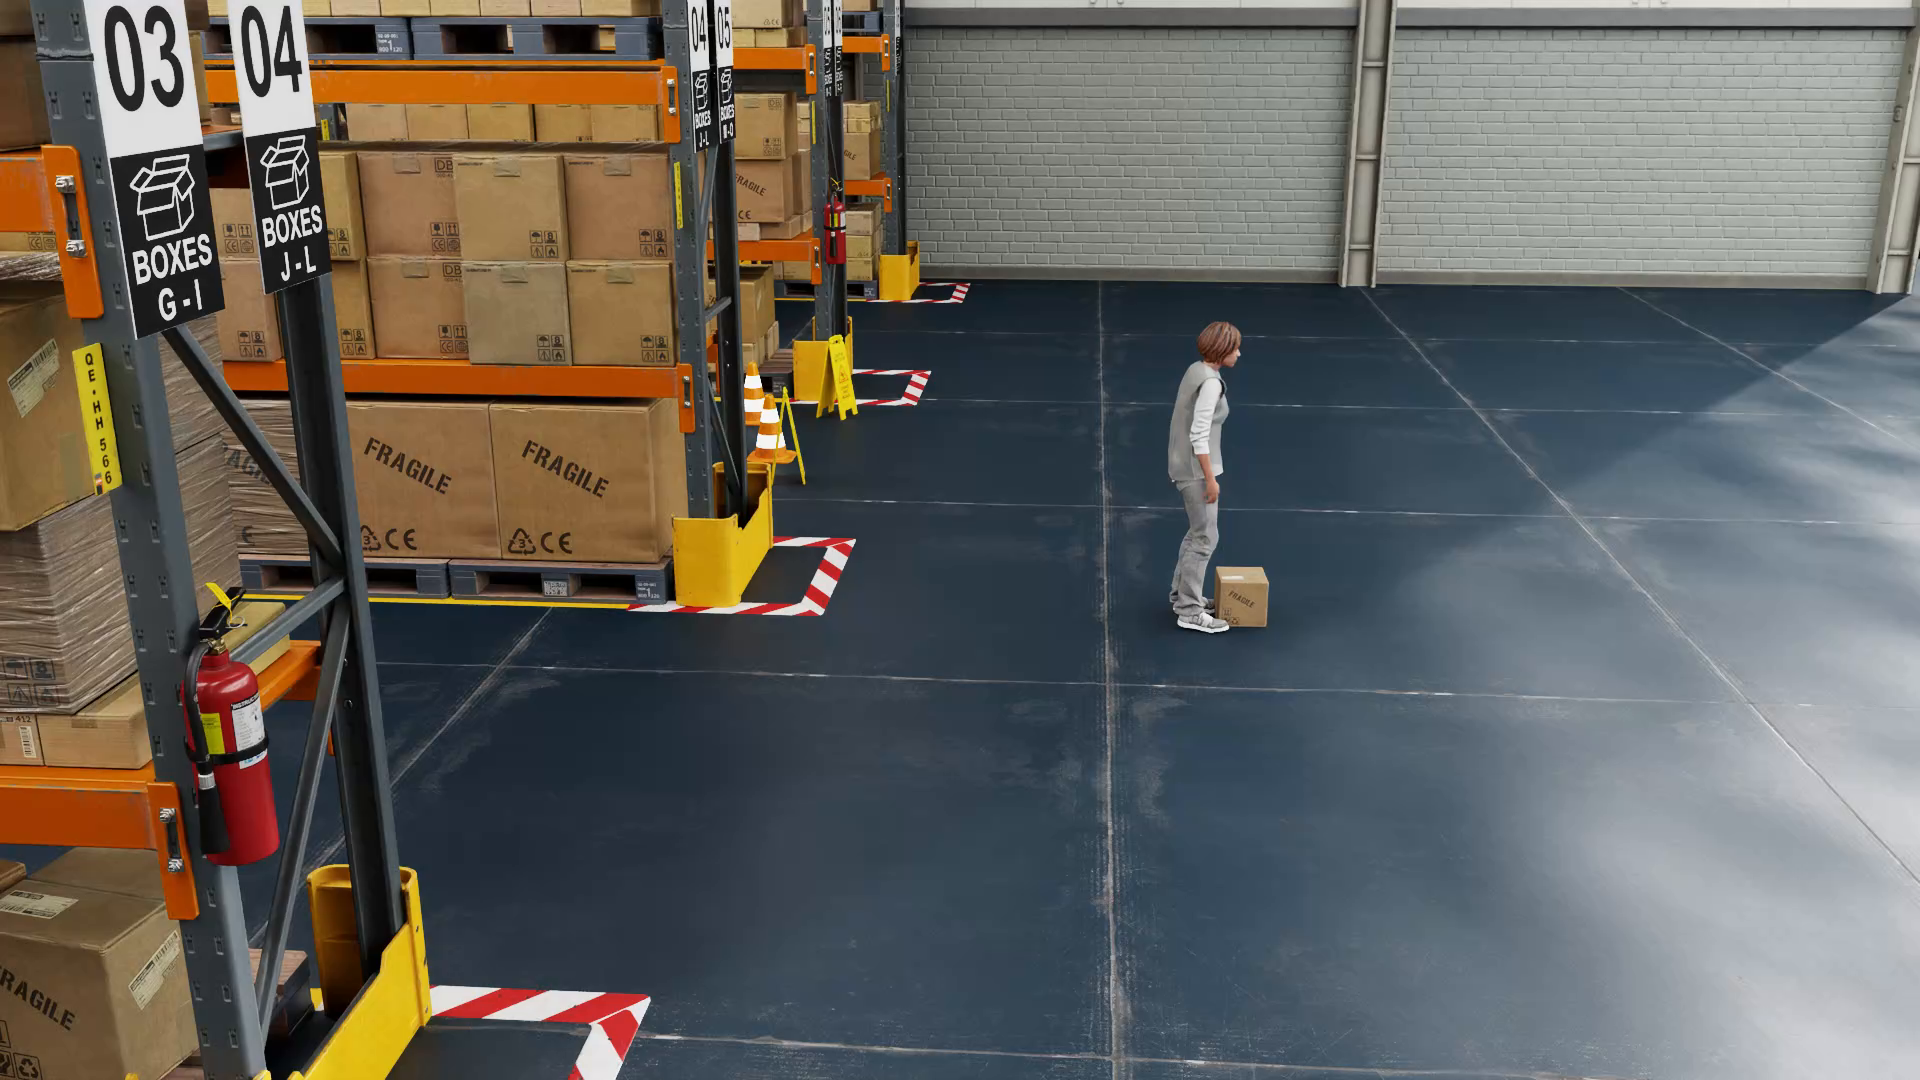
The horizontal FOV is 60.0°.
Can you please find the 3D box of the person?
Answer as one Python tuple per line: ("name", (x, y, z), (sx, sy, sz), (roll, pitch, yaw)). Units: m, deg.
("person", (1.254, -0.340, 8.629), (0.344, 1.593, 0.462), (1, 18, 4))
